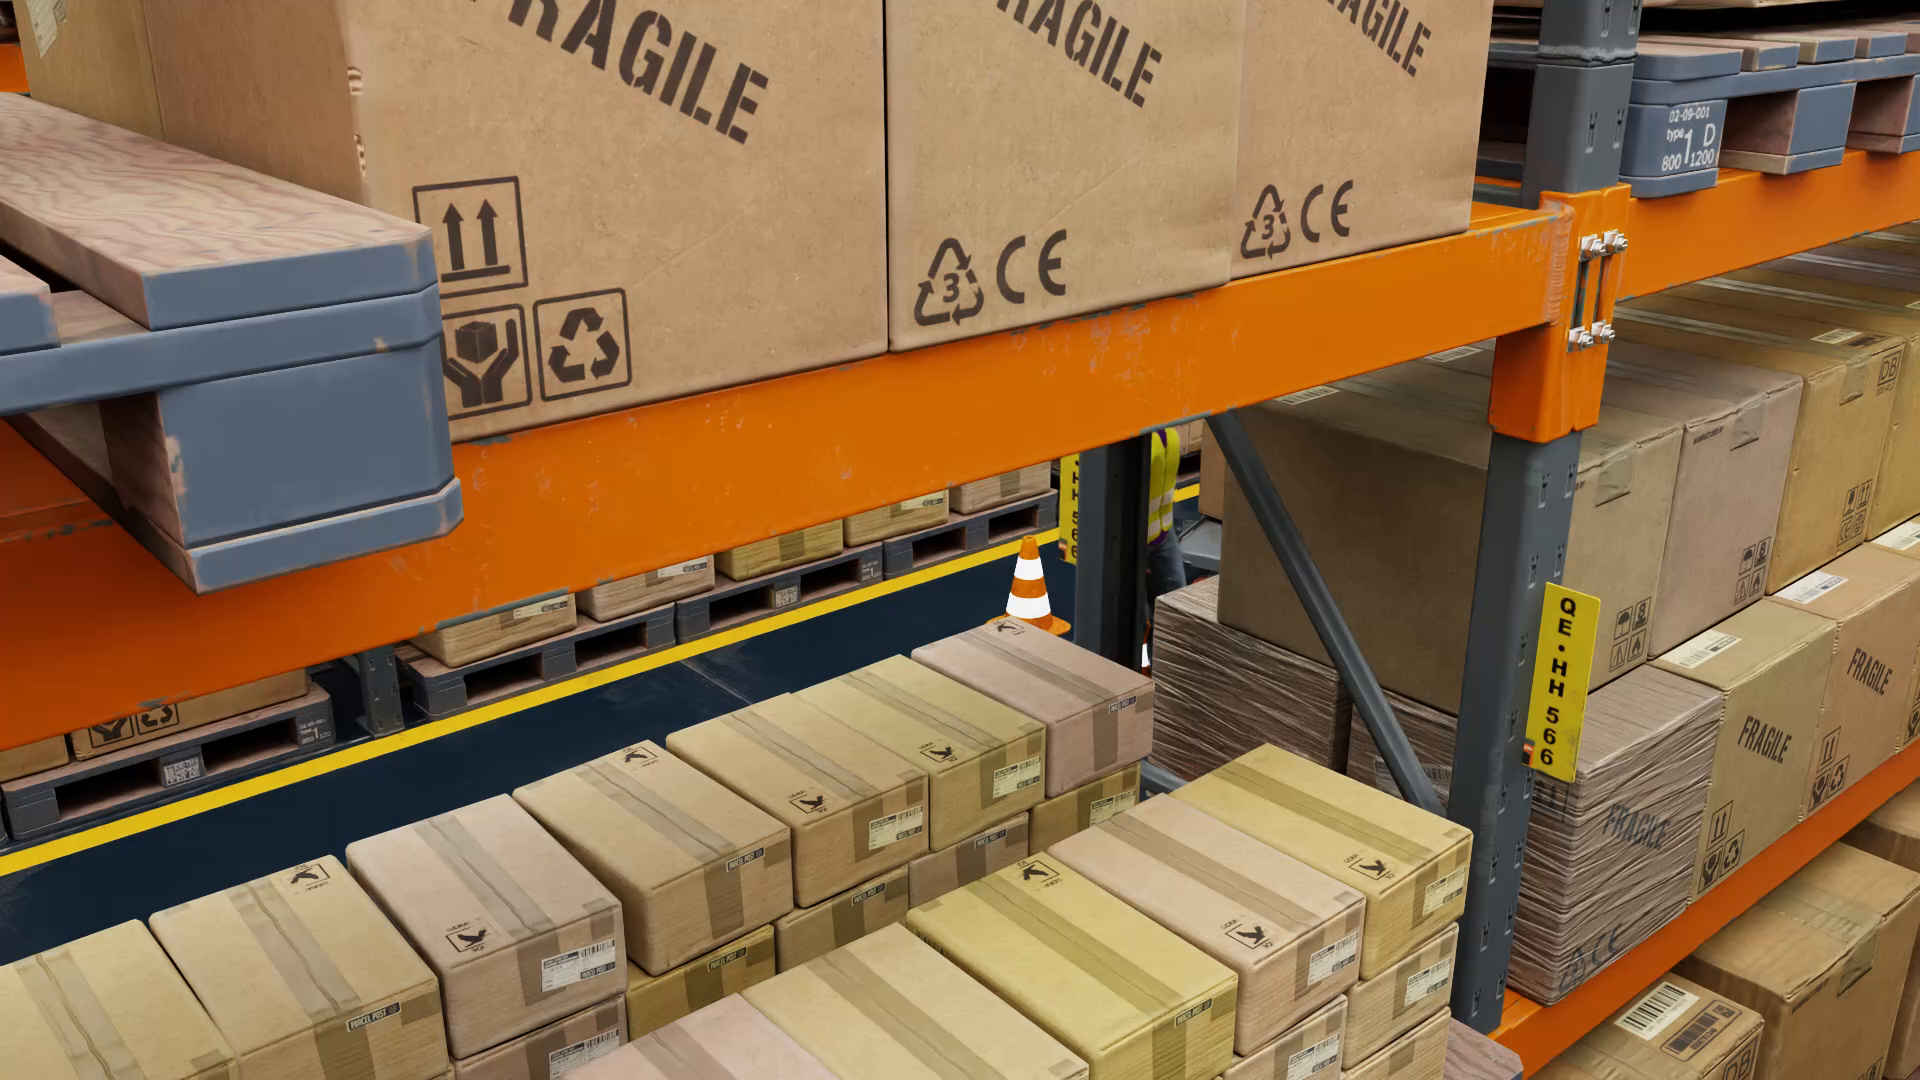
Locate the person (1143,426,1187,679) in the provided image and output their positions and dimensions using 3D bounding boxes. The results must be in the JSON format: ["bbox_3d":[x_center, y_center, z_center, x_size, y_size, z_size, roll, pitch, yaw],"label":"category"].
[{"bbox_3d":[0.694,-0.022,6.588,0.703,1.746,0.583,13,25,31],"label":"person"}]
